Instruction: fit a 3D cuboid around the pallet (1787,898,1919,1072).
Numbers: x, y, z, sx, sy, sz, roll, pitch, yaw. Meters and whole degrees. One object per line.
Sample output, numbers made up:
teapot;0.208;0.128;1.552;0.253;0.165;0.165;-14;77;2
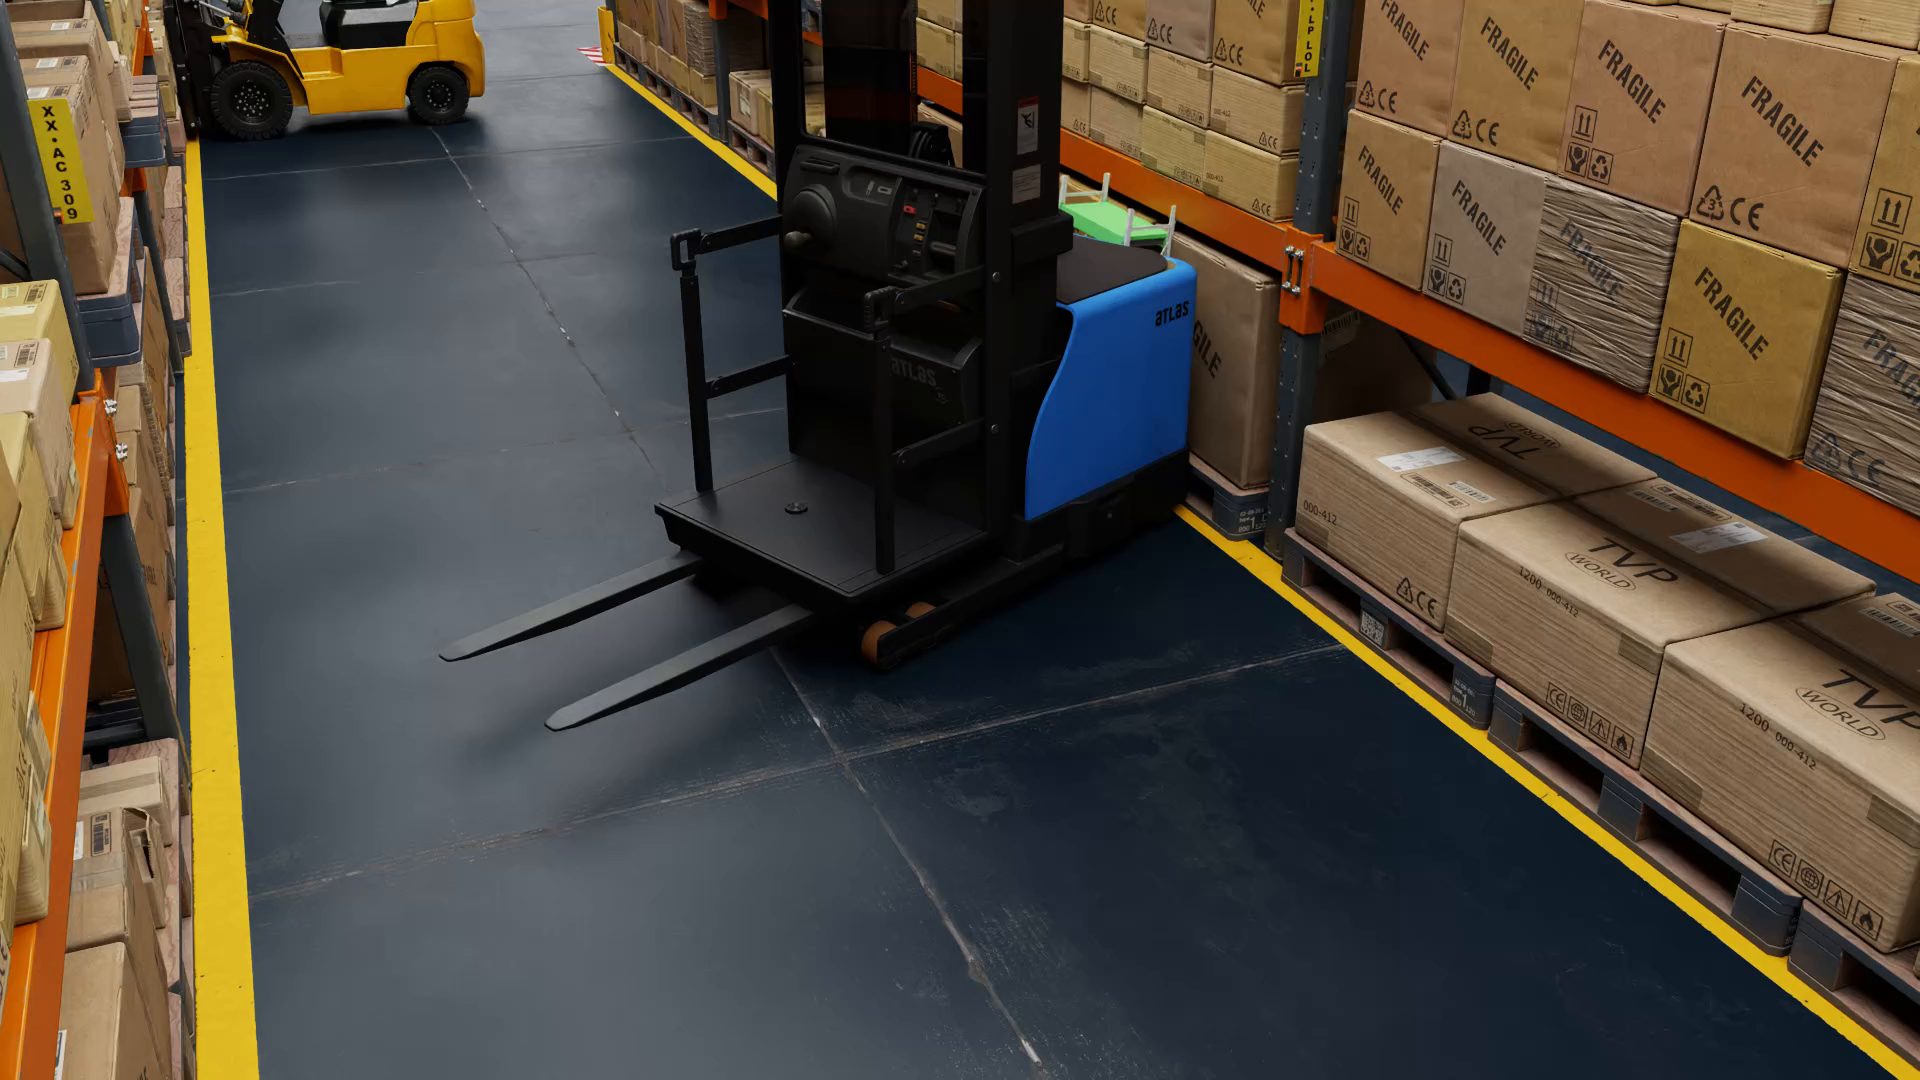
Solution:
pallet;2.878;1.193;4.066;1.003;0.211;1.213;-11;28;-21

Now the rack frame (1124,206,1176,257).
rack frame;0.729;-0.823;7.049;0.240;1.200;0.015;-10;32;-29

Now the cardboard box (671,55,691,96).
cardboard box;-2.133;-3.954;14.084;0.500;0.250;0.500;-11;28;-22

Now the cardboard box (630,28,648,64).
cardboard box;-2.748;-4.582;15.372;0.500;0.250;0.500;-10;28;-19

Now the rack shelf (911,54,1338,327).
rack shelf;0.914;-1.849;7.939;1.077;0.370;4.000;-11;28;-21

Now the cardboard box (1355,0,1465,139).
cardboard box;1.660;-1.626;5.407;0.500;0.500;0.500;-10;28;-20

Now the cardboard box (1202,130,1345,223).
cardboard box;1.289;-1.436;6.443;0.500;0.250;0.500;-11;28;-22

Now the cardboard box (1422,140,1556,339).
cardboard box;1.833;-0.972;5.208;0.500;0.500;0.500;-10;28;-20

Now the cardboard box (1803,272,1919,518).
cardboard box;2.438;-0.356;3.946;0.500;0.500;0.500;-10;28;-19

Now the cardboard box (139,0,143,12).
cardboard box;-5.564;-3.515;10.701;0.500;0.250;0.500;-10;28;-19

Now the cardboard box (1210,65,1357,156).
cardboard box;1.300;-1.659;6.330;0.500;0.250;0.500;-11;28;-21

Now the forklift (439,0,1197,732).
forklift;-0.431;-1.119;5.701;1.130;2.935;3.031;23;34;38

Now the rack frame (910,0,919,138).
rack frame;0.130;-2.980;9.435;1.000;3.000;0.127;-11;28;-21

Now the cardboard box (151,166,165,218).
cardboard box;-5.490;-2.339;10.349;0.875;0.625;0.625;-11;28;-21

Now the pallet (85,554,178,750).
pallet;-3.222;0.420;5.649;1.003;0.211;1.213;-11;28;-21

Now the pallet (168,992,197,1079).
pallet;-2.119;1.513;3.411;1.003;0.211;1.213;-11;28;-21

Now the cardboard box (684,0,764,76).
cardboard box;-1.915;-4.078;13.484;0.500;0.500;0.500;-11;28;-21

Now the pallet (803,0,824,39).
pallet;-0.247;-3.163;10.029;1.213;0.211;1.003;-11;28;-21

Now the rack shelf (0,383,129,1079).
rack shelf;-2.086;0.620;2.882;1.077;0.370;4.000;-11;28;-21

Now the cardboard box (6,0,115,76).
cardboard box;-3.626;-1.734;6.286;0.797;0.503;0.637;-11;28;-22

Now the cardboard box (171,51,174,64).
cardboard box;-6.490;-3.779;13.156;0.500;0.250;0.500;-11;28;-21

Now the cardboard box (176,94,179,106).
cardboard box;-6.100;-3.148;12.434;0.500;0.250;0.500;-11;28;-22

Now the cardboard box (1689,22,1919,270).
cardboard box;2.238;-1.008;4.142;0.500;0.500;0.500;-11;28;-21

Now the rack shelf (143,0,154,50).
rack shelf;-6.785;-4.225;12.804;1.077;0.370;4.000;-11;28;-21

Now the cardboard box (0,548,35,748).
cardboard box;-1.851;0.198;2.758;0.500;0.250;0.500;-11;28;-22

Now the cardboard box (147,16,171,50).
cardboard box;-6.299;-3.799;12.628;0.500;0.250;0.500;-10;28;-19

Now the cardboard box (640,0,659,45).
cardboard box;-2.534;-4.703;14.764;0.500;0.500;0.500;-10;28;-20

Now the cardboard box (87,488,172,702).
cardboard box;-2.851;0.190;5.313;0.500;0.500;0.500;-9;28;-18

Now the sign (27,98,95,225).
sign;-2.373;-0.996;4.385;0.100;0.325;0.005;-11;28;-21

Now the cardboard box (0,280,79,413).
cardboard box;-2.445;-0.414;4.010;0.500;0.250;0.500;-10;28;-19

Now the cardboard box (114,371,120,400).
cardboard box;-3.334;-0.575;6.139;0.380;0.149;0.250;-10;28;-19

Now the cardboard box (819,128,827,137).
cardboard box;-0.378;-2.514;10.997;0.950;0.372;0.625;-11;28;-22

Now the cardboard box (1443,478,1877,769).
cardboard box;2.195;0.231;5.301;0.875;0.438;0.875;-11;28;-22

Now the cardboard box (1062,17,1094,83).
cardboard box;0.673;-2.271;7.584;0.500;0.250;0.500;-10;28;-20

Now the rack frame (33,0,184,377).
rack frame;-4.435;-2.126;7.685;1.000;3.000;0.127;-11;28;-21

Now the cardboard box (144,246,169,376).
cardboard box;-4.072;-1.057;7.867;0.500;0.500;0.500;-10;28;-19

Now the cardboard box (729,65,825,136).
cardboard box;-1.228;-3.391;12.794;0.950;0.372;0.625;-10;28;-20

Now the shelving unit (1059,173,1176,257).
shelving unit;0.607;-0.931;7.231;0.258;1.200;0.503;-10;32;-29

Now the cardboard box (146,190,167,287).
cardboard box;-4.667;-1.502;8.634;0.875;0.625;0.625;-10;28;-19

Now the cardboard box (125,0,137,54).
cardboard box;-4.986;-2.900;9.441;0.500;0.250;0.500;-10;28;-19

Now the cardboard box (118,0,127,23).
cardboard box;-4.768;-2.921;8.915;0.500;0.250;0.500;-11;28;-22

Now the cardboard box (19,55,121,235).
cardboard box;-3.055;-1.187;5.170;0.700;0.500;0.500;-10;28;-20

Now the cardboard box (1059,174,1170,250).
cardboard box;1.019;-1.199;7.730;0.875;0.875;0.875;-10;28;-19

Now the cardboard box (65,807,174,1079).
cardboard box;-2.160;1.004;3.644;0.700;0.500;0.500;-12;28;-23

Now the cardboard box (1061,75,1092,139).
cardboard box;0.704;-2.056;7.714;0.500;0.250;0.500;-11;28;-21

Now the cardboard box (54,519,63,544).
cardboard box;-2.188;0.000;3.618;0.380;0.149;0.250;-10;28;-19

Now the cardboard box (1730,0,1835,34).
cardboard box;2.161;-1.361;4.126;0.380;0.149;0.250;-10;28;-20

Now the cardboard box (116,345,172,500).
cardboard box;-3.458;-0.436;6.595;0.500;0.500;0.500;-12;28;-22

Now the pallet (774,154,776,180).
pallet;-0.648;-2.535;11.701;1.003;0.211;1.213;-11;28;-21

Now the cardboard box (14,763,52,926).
cardboard box;-1.638;0.508;2.576;0.380;0.149;0.250;-11;28;-22

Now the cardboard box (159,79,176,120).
cardboard box;-5.907;-3.167;11.902;0.500;0.250;0.500;-11;28;-21

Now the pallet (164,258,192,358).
pallet;-4.722;-1.212;8.991;1.003;0.211;1.213;-11;28;-21

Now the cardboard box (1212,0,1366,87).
cardboard box;1.291;-1.997;6.167;0.500;0.500;0.500;-10;28;-19

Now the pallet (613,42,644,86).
pallet;-2.687;-4.592;15.914;1.003;0.211;1.213;-11;28;-21

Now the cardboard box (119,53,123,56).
cardboard box;-4.384;-2.279;8.171;0.500;0.250;0.500;-10;28;-20

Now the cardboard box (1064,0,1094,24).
cardboard box;0.684;-2.619;7.441;0.500;0.500;0.500;-10;28;-20
